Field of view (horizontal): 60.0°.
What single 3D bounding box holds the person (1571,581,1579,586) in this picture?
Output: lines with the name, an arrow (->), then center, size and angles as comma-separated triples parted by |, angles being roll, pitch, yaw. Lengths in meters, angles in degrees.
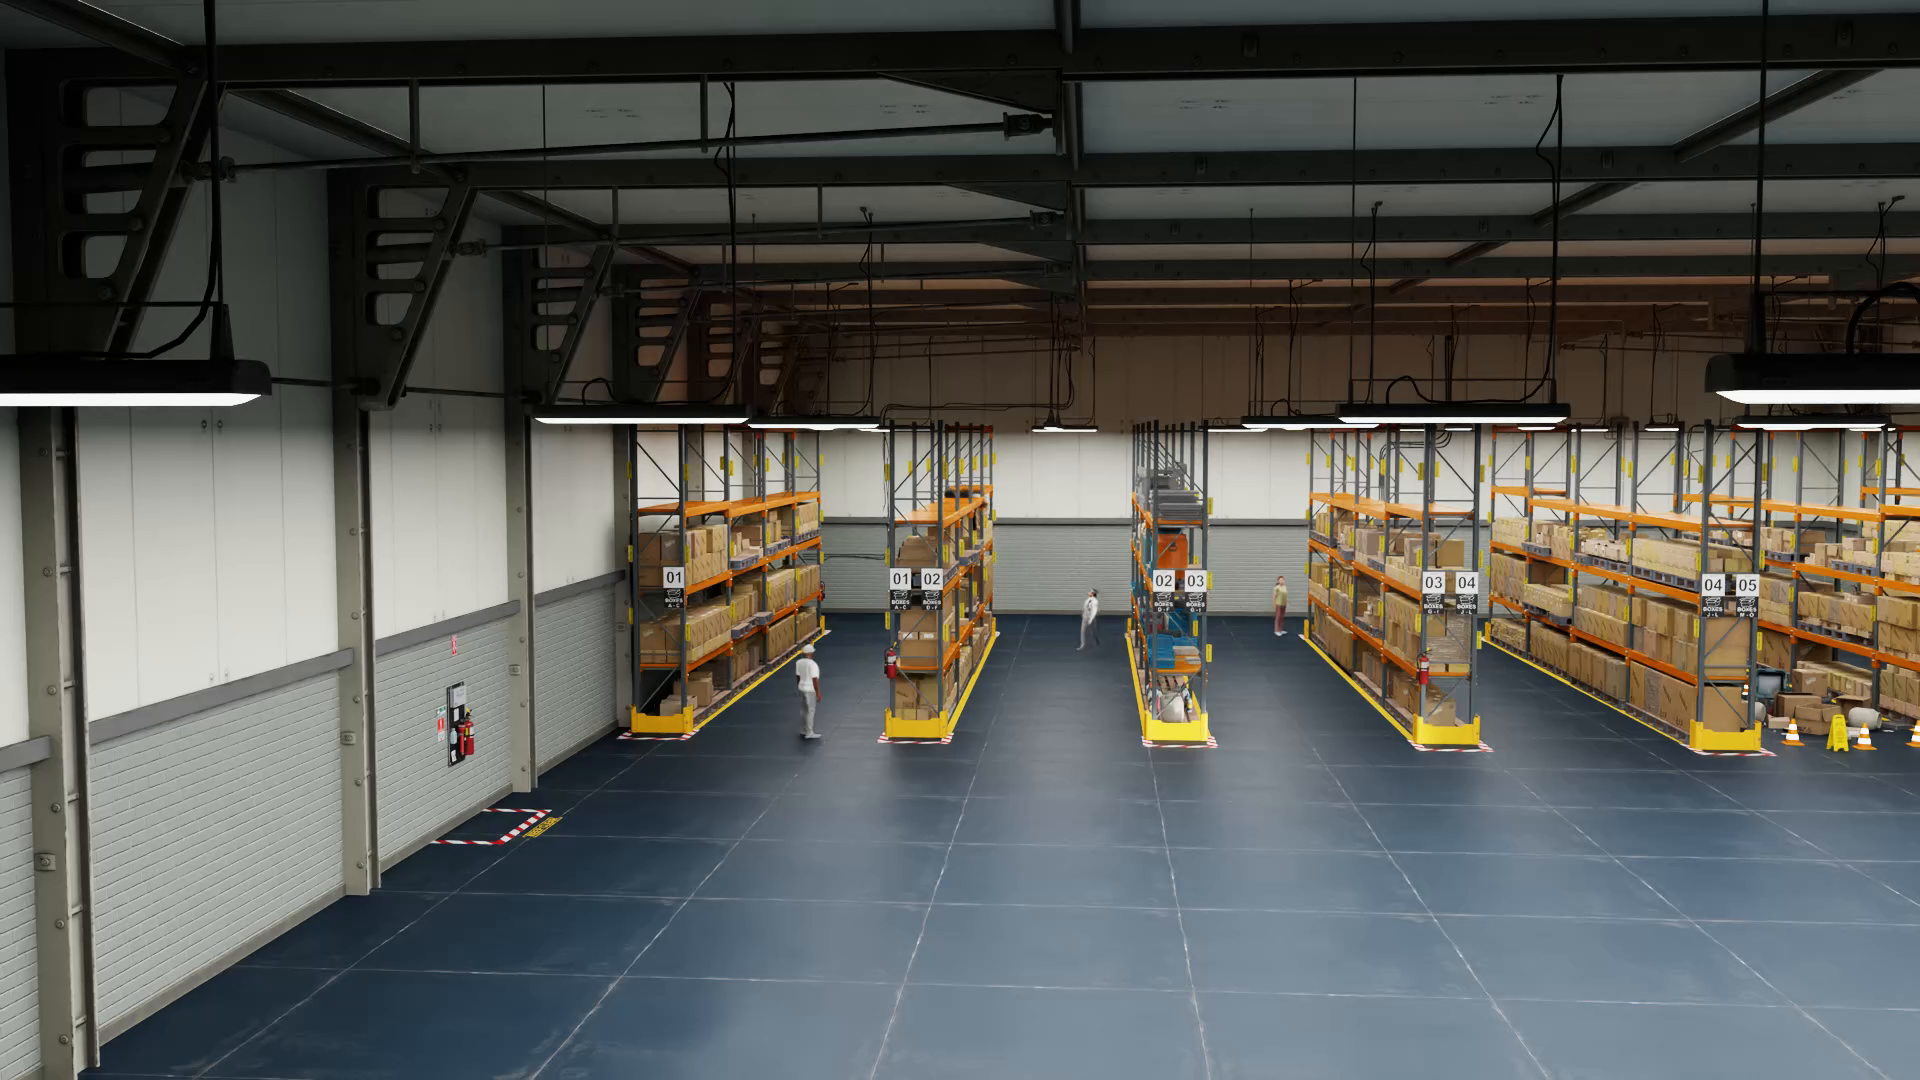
person -> 16.803, 1.960, 45.536 | 0.506, 1.782, 0.599 | 3, 5, 37

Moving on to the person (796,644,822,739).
person -> -2.857, 2.859, 31.474 | 0.424, 1.783, 0.674 | -2, 4, -29

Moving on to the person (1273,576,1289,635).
person -> 9.194, 1.881, 47.680 | 0.493, 1.696, 0.360 | -3, 4, -35

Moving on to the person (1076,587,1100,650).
person -> 3.390, 2.038, 43.205 | 0.478, 1.637, 0.966 | 2, 4, 32
